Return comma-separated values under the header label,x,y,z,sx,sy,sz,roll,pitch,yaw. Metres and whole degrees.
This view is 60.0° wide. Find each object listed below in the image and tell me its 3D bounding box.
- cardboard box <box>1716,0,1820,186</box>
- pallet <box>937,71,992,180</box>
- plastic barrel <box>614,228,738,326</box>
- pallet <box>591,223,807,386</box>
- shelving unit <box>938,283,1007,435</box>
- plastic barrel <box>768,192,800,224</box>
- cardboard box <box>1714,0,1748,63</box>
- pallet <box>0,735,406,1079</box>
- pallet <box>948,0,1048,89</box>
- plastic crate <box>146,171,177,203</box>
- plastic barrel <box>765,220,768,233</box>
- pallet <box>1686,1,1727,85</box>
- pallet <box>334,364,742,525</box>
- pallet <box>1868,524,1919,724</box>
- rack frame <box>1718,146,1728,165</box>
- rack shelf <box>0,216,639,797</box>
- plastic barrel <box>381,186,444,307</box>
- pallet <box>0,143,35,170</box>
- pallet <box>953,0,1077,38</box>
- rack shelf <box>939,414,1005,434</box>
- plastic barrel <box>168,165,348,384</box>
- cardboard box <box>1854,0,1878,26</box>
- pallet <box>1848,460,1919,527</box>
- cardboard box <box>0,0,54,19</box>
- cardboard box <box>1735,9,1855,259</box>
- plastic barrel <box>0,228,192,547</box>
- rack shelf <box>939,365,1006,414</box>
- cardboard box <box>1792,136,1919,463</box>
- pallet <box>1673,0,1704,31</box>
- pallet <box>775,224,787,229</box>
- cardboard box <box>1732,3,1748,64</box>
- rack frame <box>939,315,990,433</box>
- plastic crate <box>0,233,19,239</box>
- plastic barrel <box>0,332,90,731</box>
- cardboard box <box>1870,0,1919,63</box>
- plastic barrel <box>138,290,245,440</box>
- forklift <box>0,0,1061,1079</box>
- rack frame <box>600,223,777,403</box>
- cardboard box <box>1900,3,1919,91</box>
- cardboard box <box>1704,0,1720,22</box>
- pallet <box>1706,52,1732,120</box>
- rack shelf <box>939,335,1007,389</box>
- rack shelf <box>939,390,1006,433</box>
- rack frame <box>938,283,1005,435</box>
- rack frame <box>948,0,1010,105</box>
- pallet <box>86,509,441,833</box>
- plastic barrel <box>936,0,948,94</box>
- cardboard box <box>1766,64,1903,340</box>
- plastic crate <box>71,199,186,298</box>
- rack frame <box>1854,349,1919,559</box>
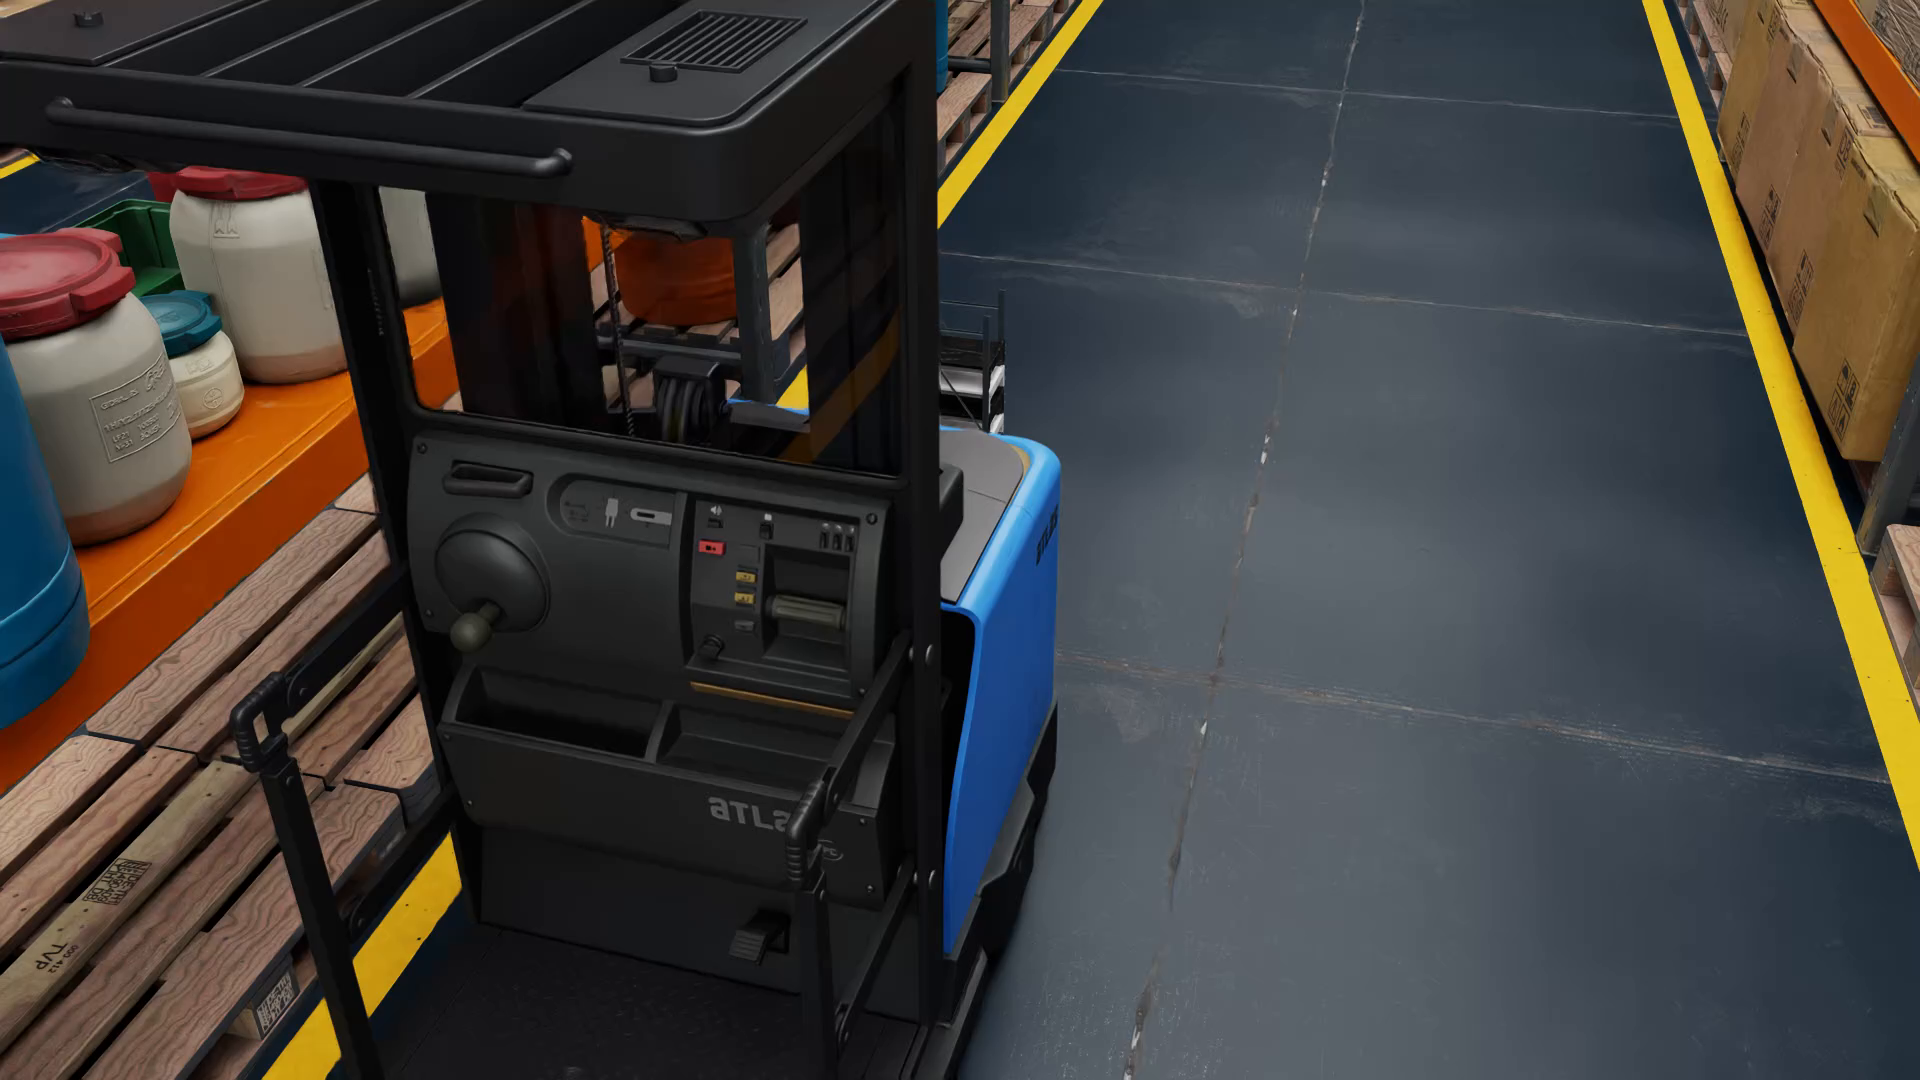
label,x,y,z,sx,sy,sz,roll,pitch,yaw
cardboard box,4.437,-2.193,7.992,1.225,0.875,0.875,8,33,13
pallet,-0.447,-2.350,9.249,1.003,0.211,1.213,8,33,12
plastic barrel,-1.118,-1.363,6.730,0.600,0.830,0.708,8,33,12
pallet,-1.066,-1.084,7.258,1.003,0.211,1.213,8,33,12
shelving unit,0.002,-0.384,5.515,0.258,0.900,0.210,8,33,12
plastic barrel,-0.831,-1.847,7.716,0.600,0.588,0.708,8,33,12
cardboard box,5.054,-3.326,9.775,0.875,0.875,0.875,8,33,12
pallet,-2.079,0.994,3.989,1.003,0.211,1.213,8,33,12
pallet,-0.062,-3.131,10.479,1.003,0.211,1.213,8,33,12
plastic crate,-1.932,-1.076,4.586,0.402,0.464,0.583,8,33,12
plastic barrel,-1.061,-1.534,7.295,0.421,0.512,0.421,0,32,0
pallet,5.156,-3.089,10.413,1.003,0.211,1.213,8,33,12
pallet,-1.460,-0.272,5.981,1.003,0.211,1.213,8,33,12
pallet,3.365,0.411,4.907,1.003,0.211,1.213,8,33,12
rack frame,4.580,-3.247,8.061,1.000,3.000,0.127,8,33,12
rack shelf,-1.733,-0.504,4.418,1.077,0.370,4.000,8,33,12
plastic barrel,-1.490,-0.899,4.242,0.433,0.535,0.433,0,32,0
pallet,-5.478,-2.358,9.263,1.003,0.211,1.213,8,33,12
pallet,0.246,-3.766,11.478,1.003,0.211,1.213,8,33,12
rack shelf,0.002,-0.356,5.533,0.258,0.077,0.200,8,33,12
plastic barrel,-1.600,-0.674,3.888,0.433,0.535,0.433,0,32,0
cardboard box,3.842,-2.295,6.471,0.500,0.500,0.500,9,33,13
pallet,3.838,-0.393,6.172,1.003,0.211,1.213,8,33,12
cardboard box,-5.237,-2.654,9.048,0.500,0.500,0.500,7,33,11
cardboard box,4.211,-1.729,7.263,1.225,0.875,0.875,7,33,11
plastic barrel,-1.786,-0.294,3.290,0.433,0.535,0.433,0,32,0
rack shelf,0.002,-0.508,5.437,0.258,0.077,0.200,8,33,12
cardboard box,3.760,-0.807,5.813,1.225,0.875,0.875,7,33,10
pallet,5.468,-3.720,11.405,1.003,0.211,1.213,8,33,12
pallet,-0.754,-1.715,8.250,1.003,0.211,1.213,8,33,12
cardboard box,4.825,-2.859,9.040,0.875,0.875,0.875,8,33,12
rack frame,-0.024,-0.331,5.432,0.240,0.900,0.006,8,33,12
plastic crate,-2.262,-0.378,3.563,0.392,0.384,0.575,8,33,12
plastic barrel,-1.850,-0.141,2.708,0.600,0.901,0.708,8,33,12
cardboard box,3.712,-2.031,6.056,0.500,0.500,0.500,7,33,11
plastic barrel,-1.756,-0.377,3.677,0.301,0.262,0.301,0,32,0
forklift,-0.640,0.108,2.849,1.130,2.935,3.031,9,34,14
rack frame,-1.226,-1.846,5.857,1.000,3.000,0.127,8,33,12
cardboard box,3.583,-1.761,5.631,0.500,0.500,0.500,8,33,12
cardboard box,5.279,-3.788,10.502,0.875,0.875,0.875,8,33,12
pallet,4.849,-2.454,9.414,1.003,0.211,1.213,8,33,12
rack shelf,0.002,-0.584,5.388,0.258,0.077,0.200,8,33,12
rack shelf,0.002,-0.432,5.485,0.258,0.077,0.200,8,33,12
rack frame,0.028,-0.437,5.598,0.240,0.900,0.006,8,33,12
rack frame,-0.211,-3.921,9.122,1.000,3.000,0.127,8,33,12
pallet,-1.771,0.359,4.988,1.003,0.211,1.213,8,33,12
plastic barrel,-0.365,-2.933,9.132,0.600,0.901,0.708,8,33,12
cardboard box,3.994,-1.269,6.539,1.225,0.875,0.875,8,33,13
plastic crate,-2.072,-0.623,4.131,0.450,0.188,0.662,8,33,12
rack frame,3.565,-1.171,4.796,1.000,3.000,0.127,8,33,12
